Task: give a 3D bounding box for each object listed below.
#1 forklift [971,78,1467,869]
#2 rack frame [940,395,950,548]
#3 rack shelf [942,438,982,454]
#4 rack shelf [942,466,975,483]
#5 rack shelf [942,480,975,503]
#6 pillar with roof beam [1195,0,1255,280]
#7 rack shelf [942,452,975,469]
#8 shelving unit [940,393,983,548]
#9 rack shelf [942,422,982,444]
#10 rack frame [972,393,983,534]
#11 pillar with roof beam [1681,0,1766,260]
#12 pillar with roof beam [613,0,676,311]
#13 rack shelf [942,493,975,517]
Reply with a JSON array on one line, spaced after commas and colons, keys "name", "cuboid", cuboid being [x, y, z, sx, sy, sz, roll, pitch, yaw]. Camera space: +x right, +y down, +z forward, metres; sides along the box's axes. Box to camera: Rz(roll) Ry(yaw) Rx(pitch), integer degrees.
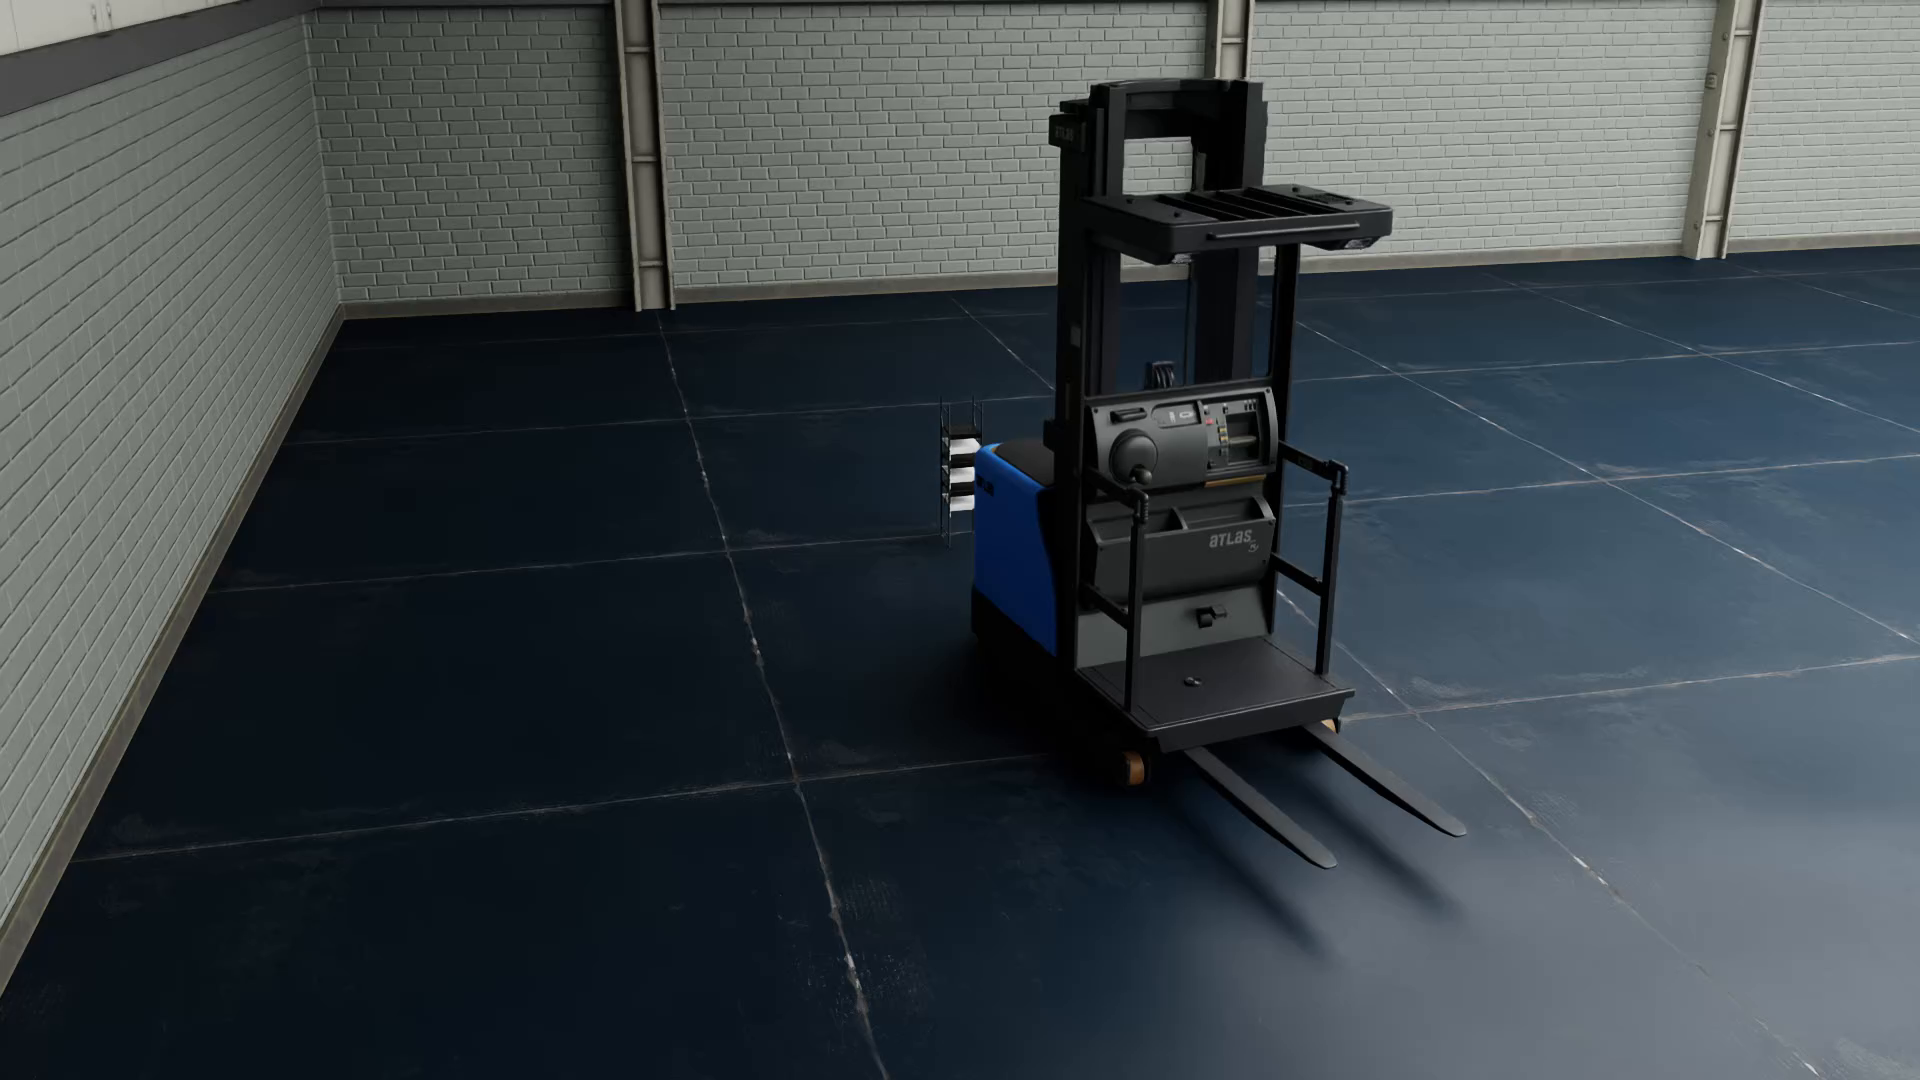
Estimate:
[{"name": "forklift", "cuboid": [1.097, -0.451, 7.284, 1.130, 2.935, 3.031, -8, 22, -21]}, {"name": "rack frame", "cuboid": [-0.091, -0.415, 10.140, 0.006, 0.900, 0.240, -5, 21, -12]}, {"name": "rack shelf", "cuboid": [0.008, -0.561, 10.111, 0.200, 0.077, 0.258, -5, 21, -12]}, {"name": "rack shelf", "cuboid": [0.008, -0.392, 10.173, 0.200, 0.077, 0.258, -5, 21, -12]}, {"name": "rack shelf", "cuboid": [0.008, -0.307, 10.204, 0.200, 0.077, 0.258, -5, 21, -12]}, {"name": "pillar with roof beam", "cuboid": [3.763, -5.596, 12.510, 0.400, 9.000, 9.100, -5, 21, -12]}, {"name": "rack shelf", "cuboid": [0.008, -0.476, 10.142, 0.200, 0.077, 0.258, -5, 21, -12]}, {"name": "shelving unit", "cuboid": [0.008, -0.423, 10.162, 0.210, 0.900, 0.258, -5, 21, -12]}, {"name": "rack shelf", "cuboid": [0.008, -0.645, 10.080, 0.200, 0.077, 0.258, -5, 21, -12]}, {"name": "rack frame", "cuboid": [0.107, -0.431, 10.184, 0.006, 0.900, 0.240, -5, 21, -12]}, {"name": "pillar with roof beam", "cuboid": [9.602, -6.071, 13.806, 0.400, 9.000, 9.100, -5, 21, -12]}, {"name": "pillar with roof beam", "cuboid": [-2.076, -5.122, 11.213, 0.400, 9.000, 9.100, -5, 21, -12]}, {"name": "rack shelf", "cuboid": [0.008, -0.223, 10.235, 0.200, 0.077, 0.258, -5, 21, -12]}]
